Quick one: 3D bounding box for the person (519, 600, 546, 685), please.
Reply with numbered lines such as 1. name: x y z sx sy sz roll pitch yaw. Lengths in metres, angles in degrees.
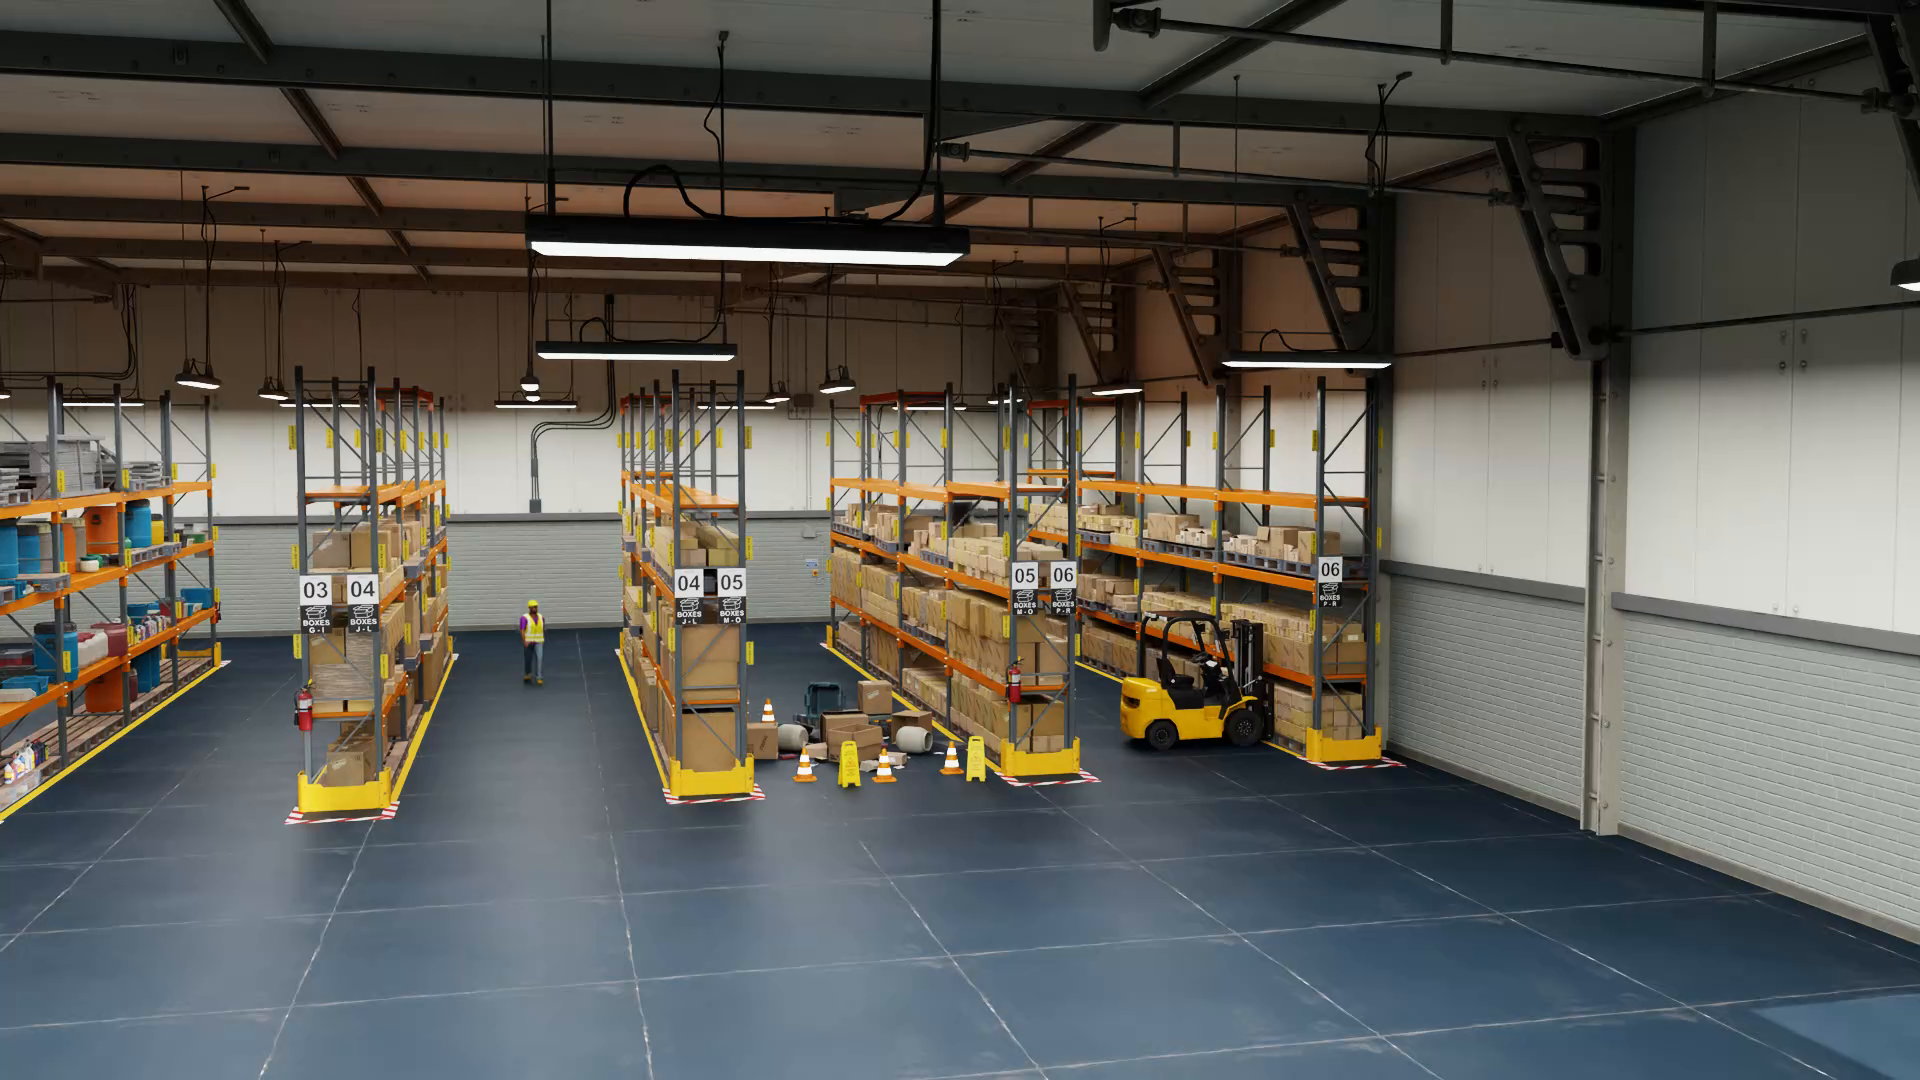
1. person: -8.779 2.100 34.192 0.543 1.724 1.028 -1 4 -18
